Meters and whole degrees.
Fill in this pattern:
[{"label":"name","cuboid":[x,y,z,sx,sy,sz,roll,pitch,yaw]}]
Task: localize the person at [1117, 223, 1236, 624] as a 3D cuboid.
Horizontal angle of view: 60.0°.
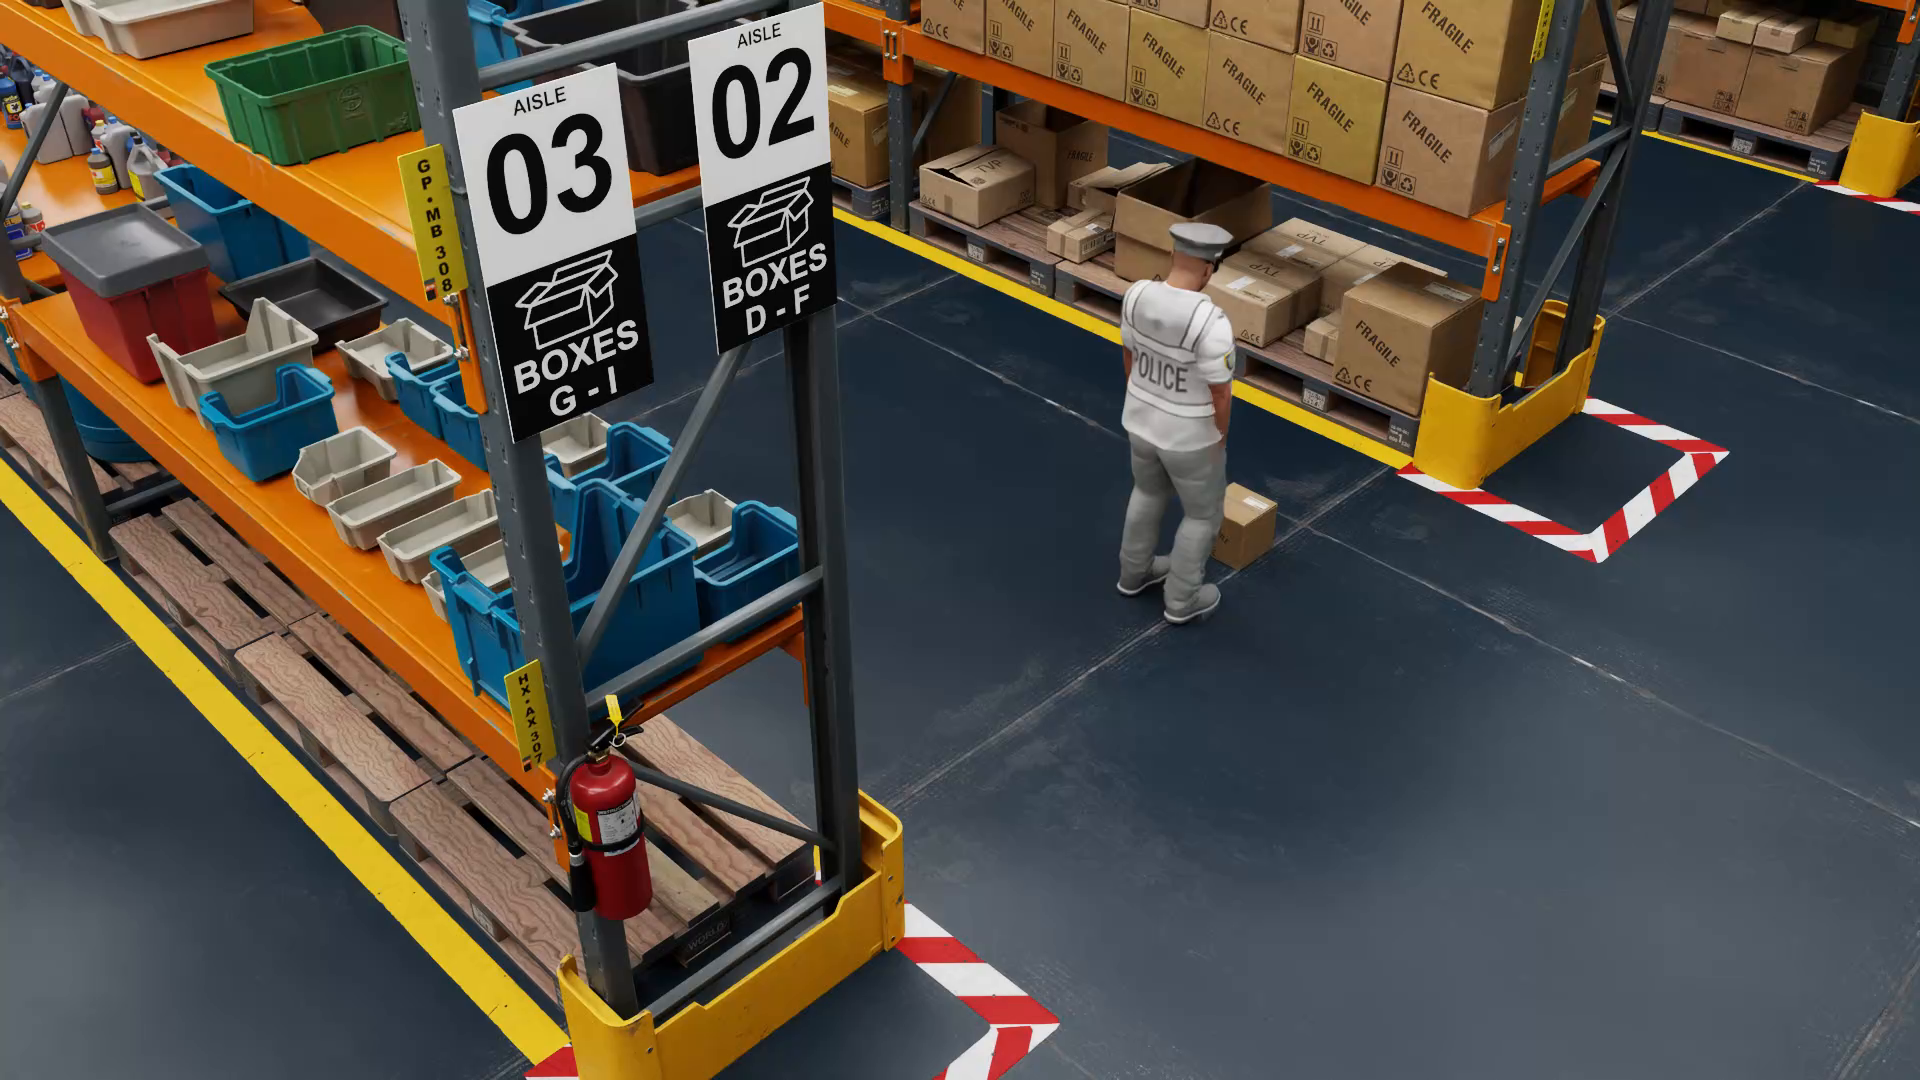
[{"label":"person","cuboid":[0.873,-0.465,6.826,0.392,1.732,0.538,-29,44,-35]}]
